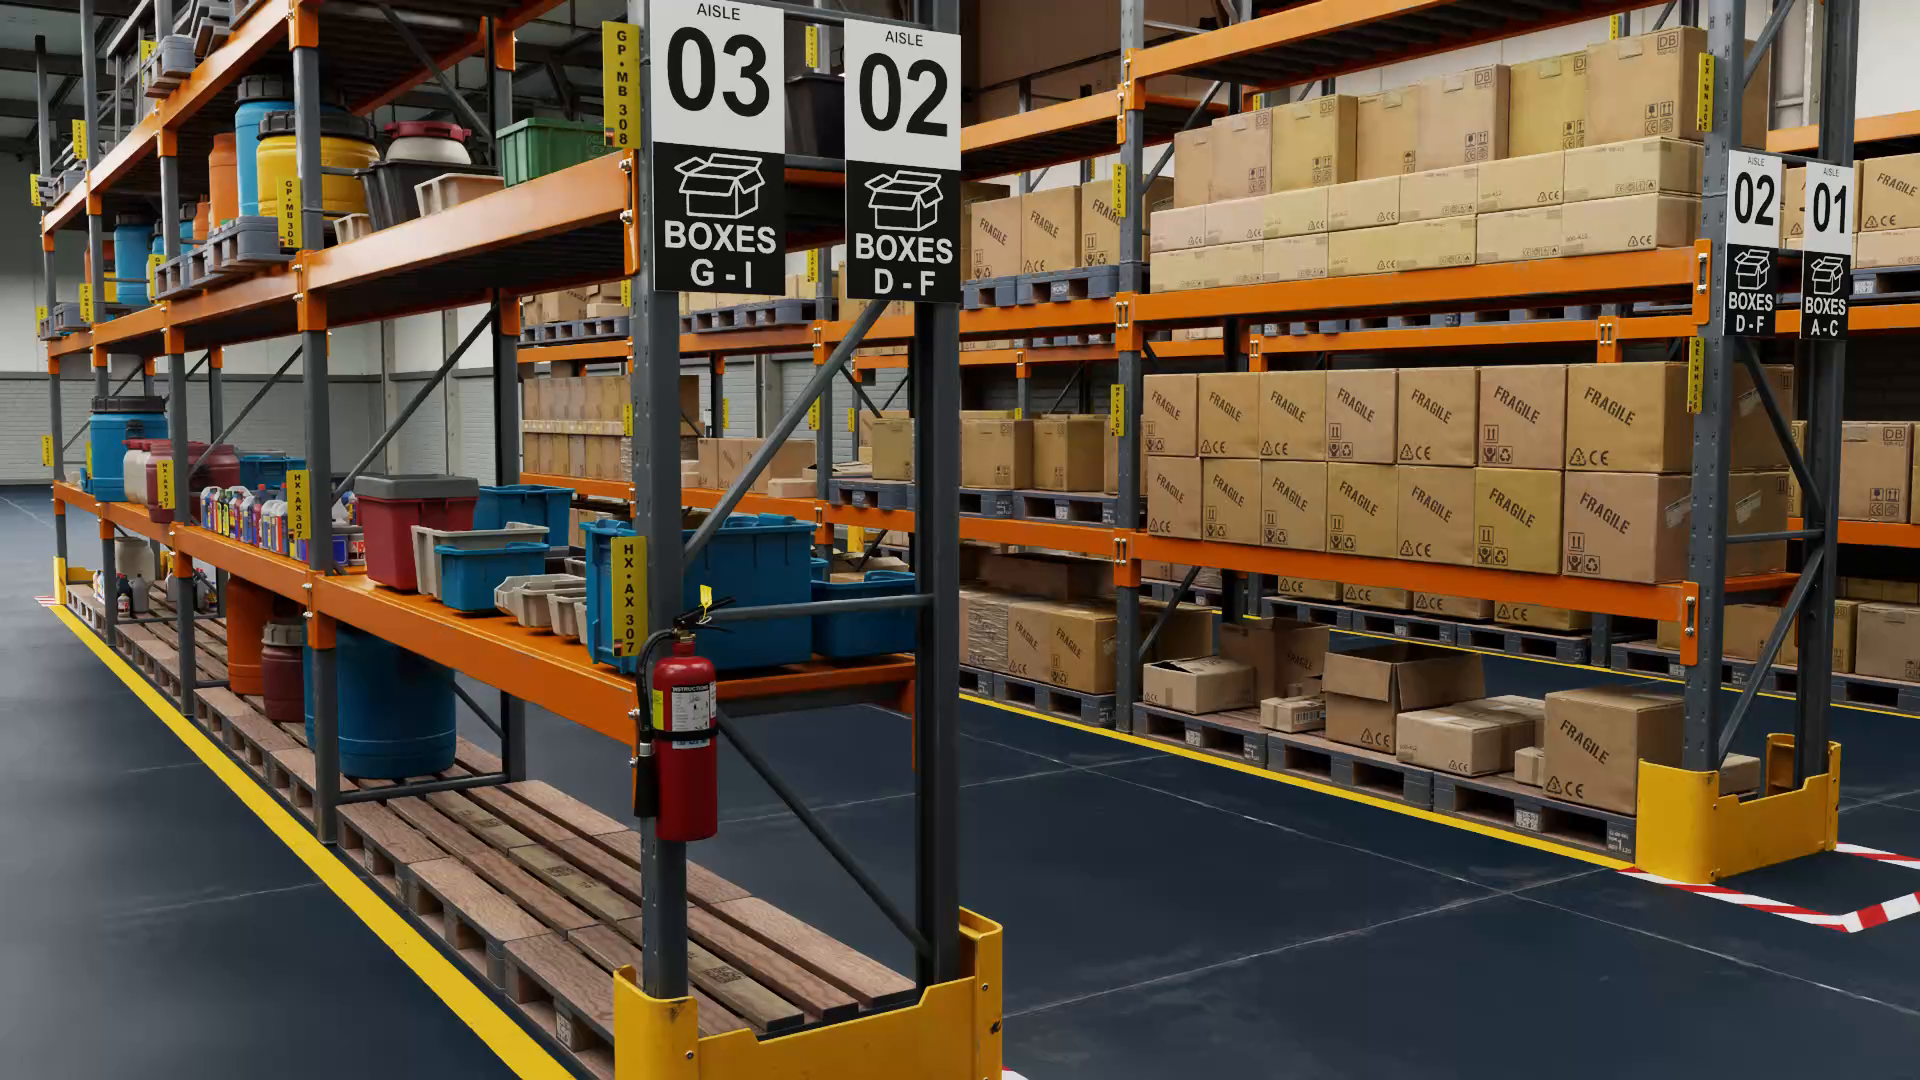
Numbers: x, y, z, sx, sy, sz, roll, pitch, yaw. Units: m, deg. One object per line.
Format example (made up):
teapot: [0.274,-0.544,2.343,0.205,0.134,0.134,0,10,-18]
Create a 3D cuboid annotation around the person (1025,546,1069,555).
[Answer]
person: [0.790,-0.004,15.442,0.379,1.765,0.567,-3,5,-33]
